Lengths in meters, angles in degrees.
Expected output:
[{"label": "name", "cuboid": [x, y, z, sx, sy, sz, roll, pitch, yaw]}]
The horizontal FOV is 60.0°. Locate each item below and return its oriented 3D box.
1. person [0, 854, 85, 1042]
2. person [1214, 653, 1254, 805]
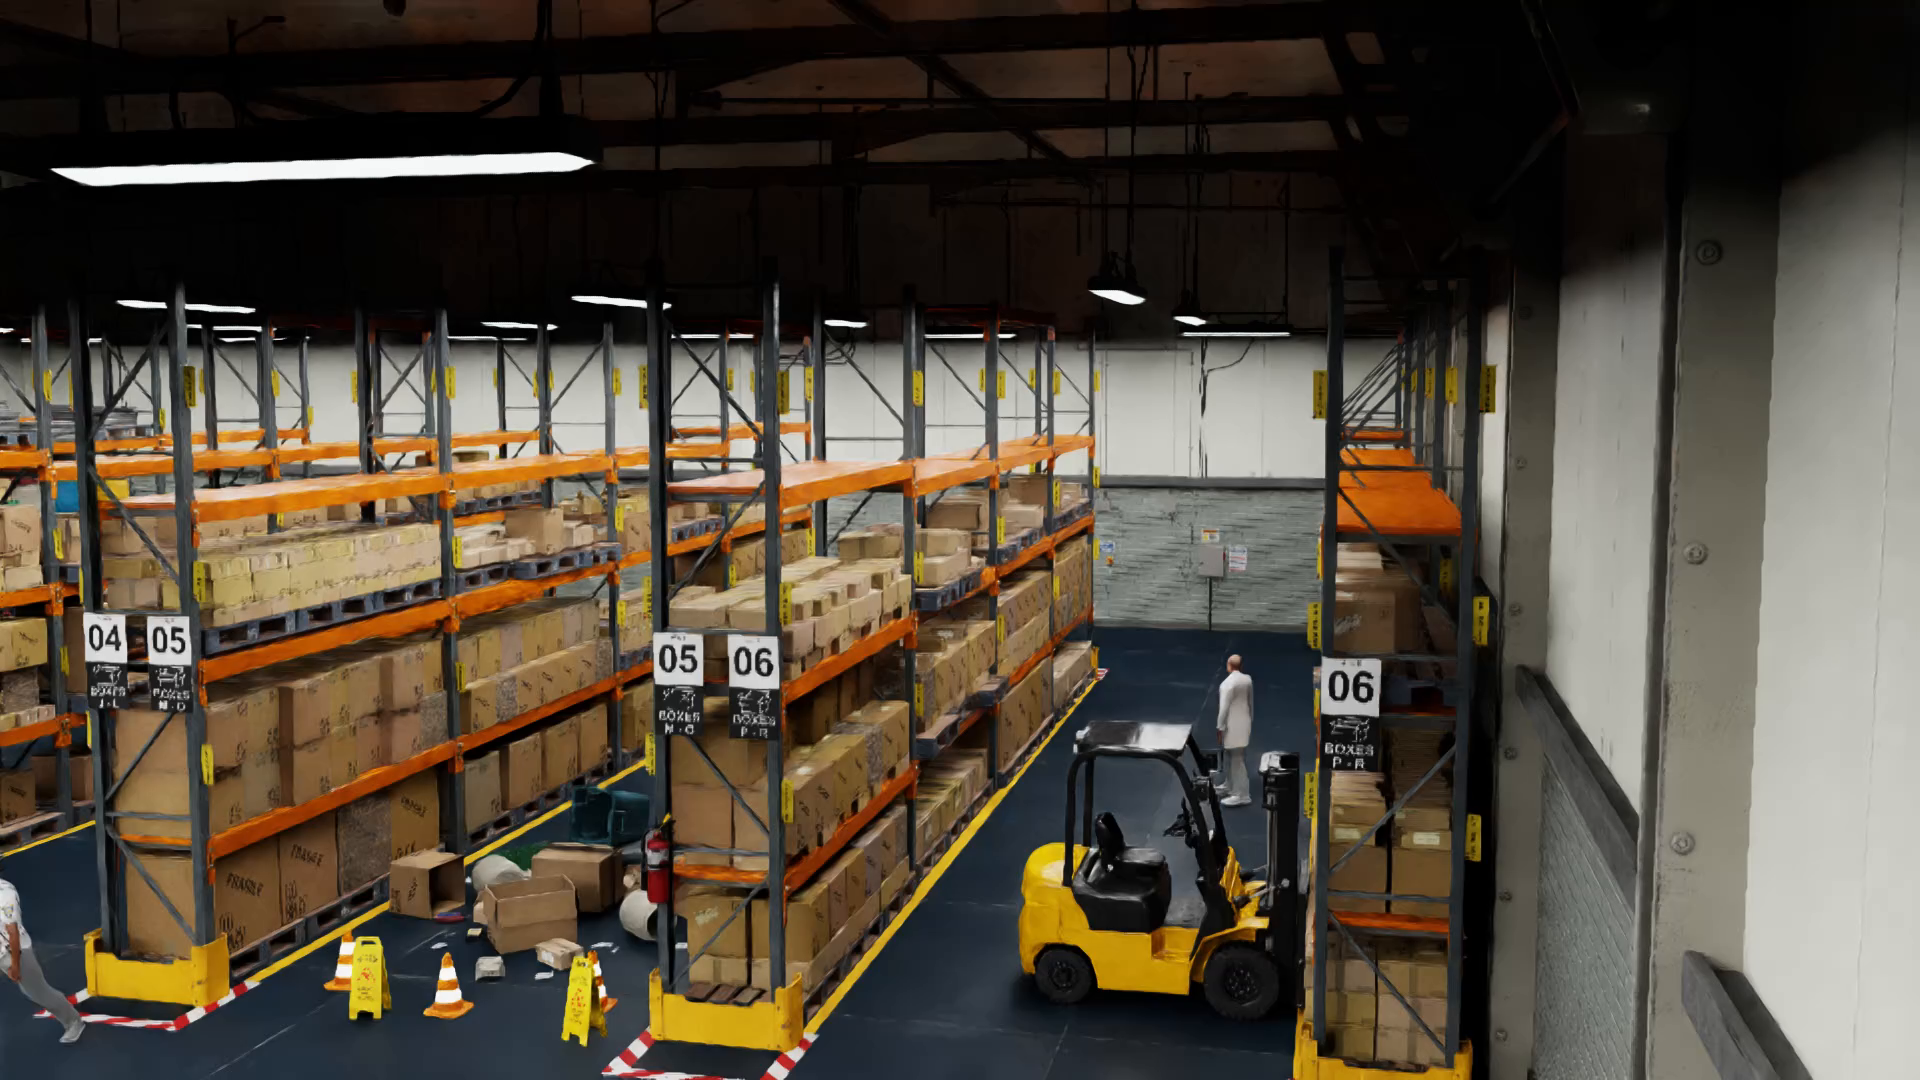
[{"label": "person", "cuboid": [-7.157, 3.094, 12.547, 0.505, 1.610, 0.939, 4, 7, 34]}, {"label": "person", "cuboid": [3.314, 2.243, 20.003, 0.554, 1.773, 0.691, 4, 7, 35]}]
